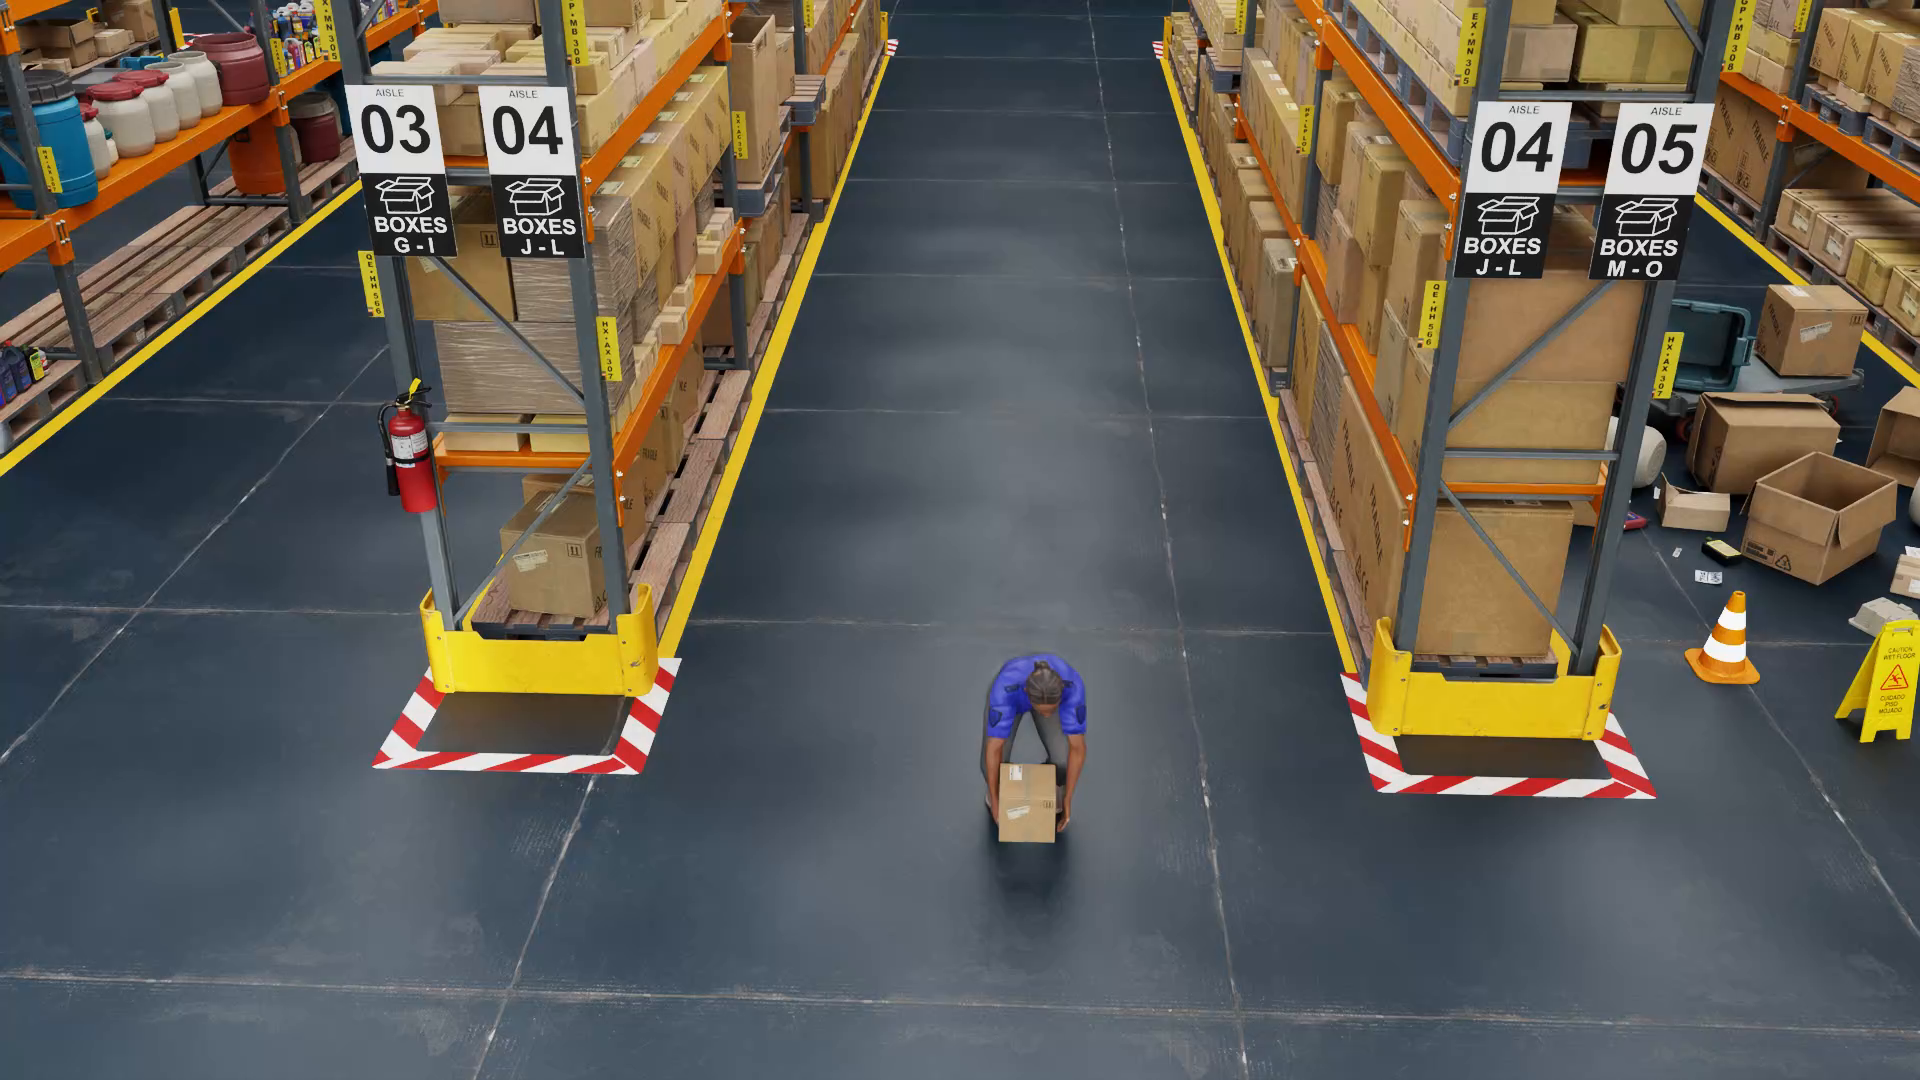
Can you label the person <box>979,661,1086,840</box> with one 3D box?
[{"bbox_3d":[0.332,0.897,7.724,0.485,0.937,0.818,1,28,2],"label":"person"}]
